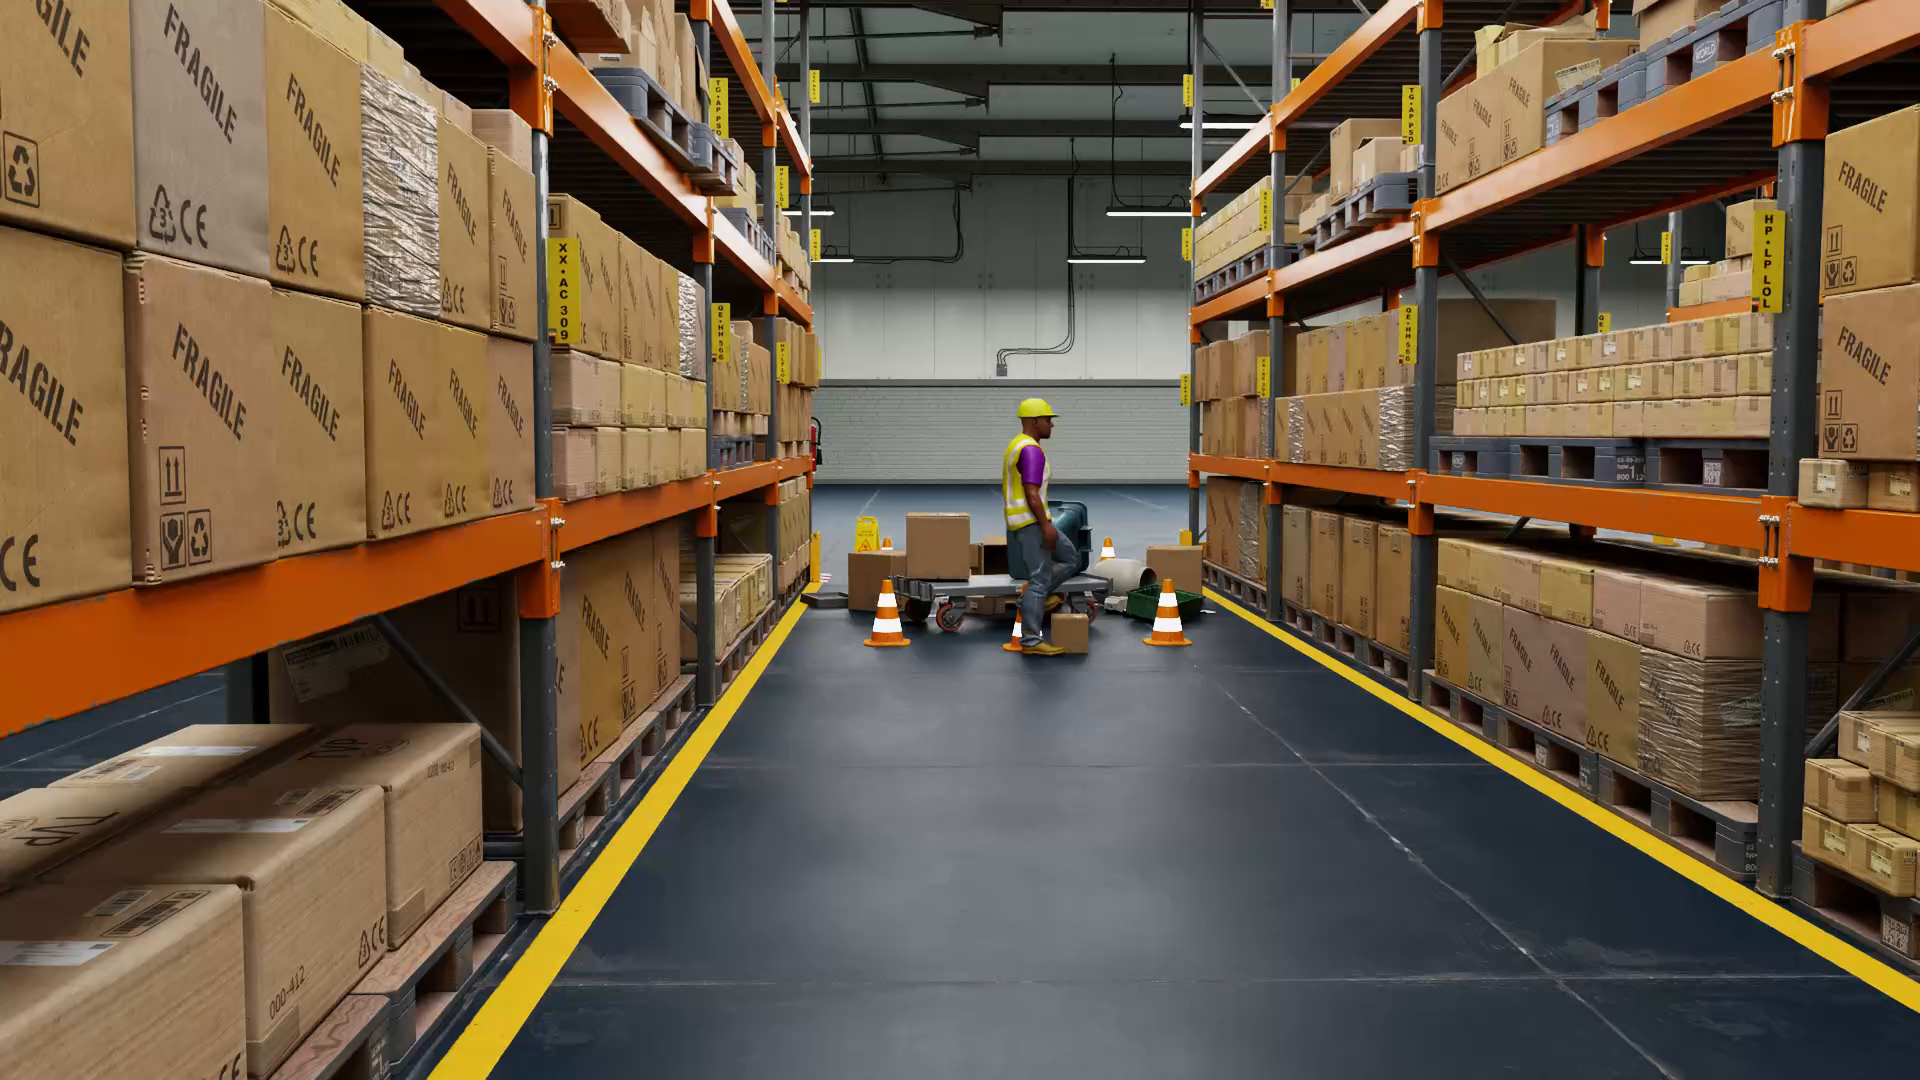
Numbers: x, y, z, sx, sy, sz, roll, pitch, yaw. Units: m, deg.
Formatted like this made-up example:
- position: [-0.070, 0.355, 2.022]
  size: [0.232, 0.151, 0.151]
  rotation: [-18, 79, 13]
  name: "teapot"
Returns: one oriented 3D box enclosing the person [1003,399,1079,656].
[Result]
- position: [0.574, -0.098, 11.576]
  size: [0.550, 1.766, 0.632]
  rotation: [0, 4, -2]
  name: "person"
